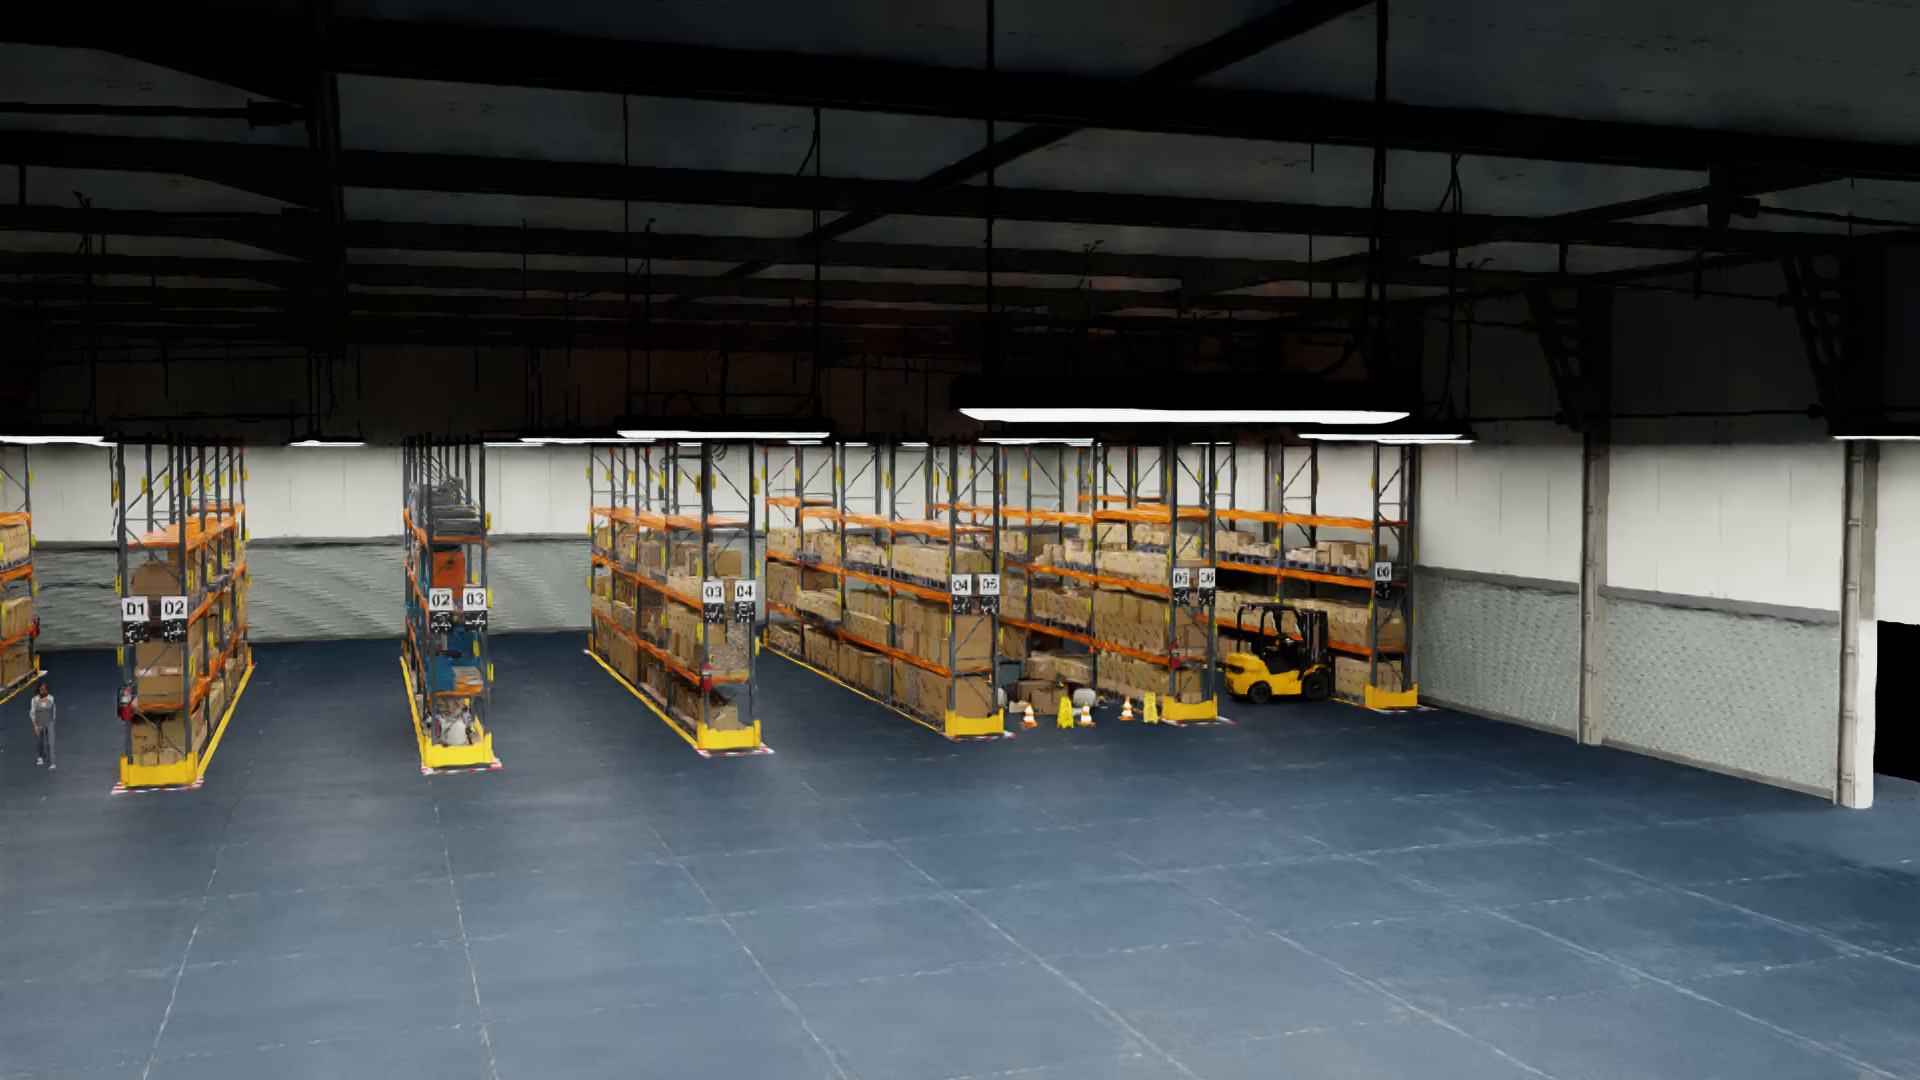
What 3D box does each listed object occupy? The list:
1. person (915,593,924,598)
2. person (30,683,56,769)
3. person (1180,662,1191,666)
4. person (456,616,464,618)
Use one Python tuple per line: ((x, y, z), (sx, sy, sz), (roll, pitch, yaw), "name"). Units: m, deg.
((-1.137, 2.212, 47.050), (0.404, 1.786, 0.655), (-1, 3, -10), "person")
((-16.333, 3.298, 29.632), (0.411, 1.534, 0.956), (-2, 4, -29), "person")
((5.215, 2.720, 38.816), (0.569, 1.668, 0.563), (1, 3, 13), "person")
((-13.198, 2.424, 43.655), (0.409, 1.729, 0.651), (-2, 4, -31), "person")
